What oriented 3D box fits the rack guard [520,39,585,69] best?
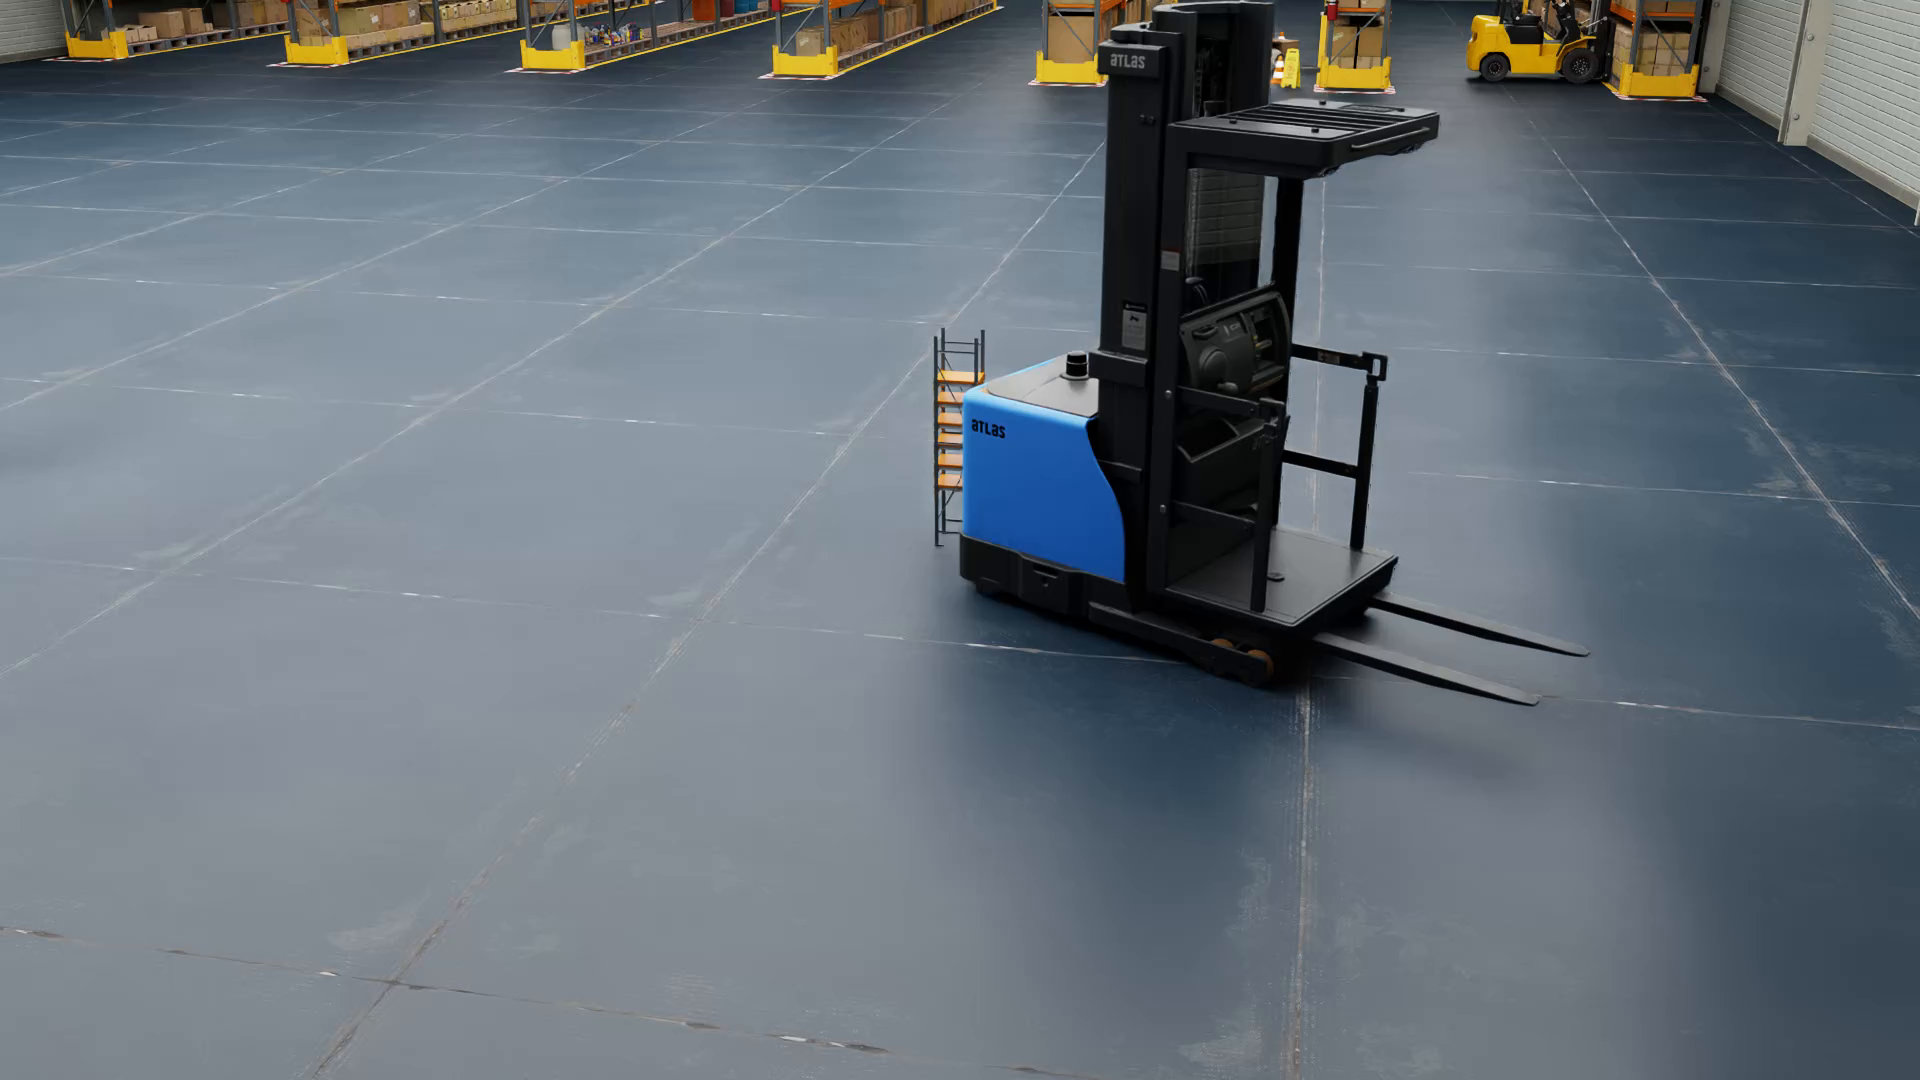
[{"bbox_3d":[-7.752,-9.252,31.658,1.175,0.500,0.348,4,22,11],"label":"rack guard"}]

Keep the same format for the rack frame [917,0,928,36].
[{"bbox_3d":[-1.240,-12.929,37.440,1.000,3.000,0.127,4,22,11],"label":"rack frame"}]

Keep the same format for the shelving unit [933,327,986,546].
[{"bbox_3d":[-0.003,-0.551,9.116,0.258,1.200,0.189,4,22,11],"label":"shelving unit"}]

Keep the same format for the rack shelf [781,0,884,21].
[{"bbox_3d":[-2.464,-10.401,32.126,1.077,0.370,4.000,4,22,11],"label":"rack shelf"}]

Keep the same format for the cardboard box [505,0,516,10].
[{"bbox_3d":[-10.803,-12.654,39.127,0.500,0.311,0.500,5,22,12],"label":"cardboard box"}]

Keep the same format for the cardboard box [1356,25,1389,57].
[{"bbox_3d":[7.269,-8.797,29.296,0.500,0.500,0.500,4,22,9],"label":"cardboard box"}]

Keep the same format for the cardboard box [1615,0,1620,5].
[{"bbox_3d":[11.844,-9.678,29.235,0.500,0.500,0.500,5,22,11],"label":"cardboard box"}]

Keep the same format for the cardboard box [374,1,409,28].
[{"bbox_3d":[-11.846,-10.938,34.612,0.500,0.500,0.500,4,22,11],"label":"cardboard box"}]

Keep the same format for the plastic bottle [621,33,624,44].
[{"bbox_3d":[-6.894,-10.199,33.819,0.097,0.201,0.097,0,22,0],"label":"plastic bottle"}]

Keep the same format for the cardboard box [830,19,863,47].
[{"bbox_3d":[-2.286,-10.148,33.319,0.500,0.500,0.500,12,25,28],"label":"cardboard box"}]

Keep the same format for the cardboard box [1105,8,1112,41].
[{"bbox_3d":[2.402,-9.705,31.718,0.875,0.875,0.875,5,22,11],"label":"cardboard box"}]

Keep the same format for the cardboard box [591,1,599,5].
[{"bbox_3d":[-9.823,-14.242,43.711,0.500,0.311,0.500,4,22,11],"label":"cardboard box"}]

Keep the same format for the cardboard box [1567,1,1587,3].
[{"bbox_3d":[13.395,-11.620,36.107,0.380,0.149,0.250,5,22,12],"label":"cardboard box"}]

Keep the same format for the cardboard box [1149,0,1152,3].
[{"bbox_3d":[4.076,-12.316,37.699,0.500,0.250,0.500,4,22,10],"label":"cardboard box"}]

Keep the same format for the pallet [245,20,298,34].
[{"bbox_3d":[-16.199,-12.037,38.960,1.003,0.211,1.213,4,22,11],"label":"pallet"}]

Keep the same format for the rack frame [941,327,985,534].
[{"bbox_3d":[0.016,-0.585,9.199,0.240,1.200,0.006,4,22,11],"label":"rack frame"}]

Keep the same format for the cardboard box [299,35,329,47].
[{"bbox_3d":[-12.749,-9.897,33.032,0.500,0.250,0.500,4,22,11],"label":"cardboard box"}]

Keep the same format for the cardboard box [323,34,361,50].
[{"bbox_3d":[-12.242,-9.858,32.934,0.500,0.250,0.500,4,22,11],"label":"cardboard box"}]

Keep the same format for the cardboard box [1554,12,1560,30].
[{"bbox_3d":[13.502,-11.568,36.845,0.500,0.500,0.500,4,22,9],"label":"cardboard box"}]

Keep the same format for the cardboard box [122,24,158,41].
[{"bbox_3d":[-17.074,-10.547,34.537,0.500,0.311,0.500,6,23,15],"label":"cardboard box"}]

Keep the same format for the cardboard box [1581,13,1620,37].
[{"bbox_3d":[12.918,-10.177,33.223,0.875,0.625,0.625,4,22,9],"label":"cardboard box"}]

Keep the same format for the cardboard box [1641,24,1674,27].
[{"bbox_3d":[12.295,-8.967,29.383,0.500,0.250,0.500,4,22,10],"label":"cardboard box"}]

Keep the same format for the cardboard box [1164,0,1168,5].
[{"bbox_3d":[5.027,-13.571,41.891,0.380,0.149,0.250,4,22,11],"label":"cardboard box"}]

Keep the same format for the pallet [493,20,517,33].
[{"bbox_3d":[-11.143,-12.094,39.099,1.003,0.211,1.213,4,22,11],"label":"pallet"}]

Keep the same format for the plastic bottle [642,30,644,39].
[{"bbox_3d":[-6.674,-10.593,34.797,0.097,0.201,0.097,0,22,0],"label":"plastic bottle"}]

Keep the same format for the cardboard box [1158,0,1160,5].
[{"bbox_3d":[4.507,-12.722,39.710,0.500,0.500,0.500,4,22,10],"label":"cardboard box"}]

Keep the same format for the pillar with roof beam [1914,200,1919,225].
[{"bbox_3d":[6.051,-7.779,16.622,9.100,9.000,0.400,4,22,11],"label":"pillar with roof beam"}]

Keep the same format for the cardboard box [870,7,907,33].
[{"bbox_3d":[-1.567,-11.315,36.190,0.700,0.500,0.500,6,23,15],"label":"cardboard box"}]

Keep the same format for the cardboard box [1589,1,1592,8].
[{"bbox_3d":[13.938,-11.683,36.263,0.380,0.149,0.250,4,22,10],"label":"cardboard box"}]

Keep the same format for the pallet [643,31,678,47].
[{"bbox_3d":[-6.783,-10.840,35.986,1.003,0.211,1.213,4,22,11],"label":"pallet"}]

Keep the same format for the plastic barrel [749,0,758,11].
[{"bbox_3d":[-5.400,-13.793,41.832,0.600,0.901,0.708,4,22,11],"label":"plastic barrel"}]

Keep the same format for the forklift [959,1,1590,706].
[{"bbox_3d":[1.461,-0.907,7.683,3.031,2.935,1.130,17,27,36],"label":"forklift"}]

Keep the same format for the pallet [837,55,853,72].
[{"bbox_3d":[-2.656,-9.032,31.496,1.003,0.211,1.213,4,22,11],"label":"pallet"}]

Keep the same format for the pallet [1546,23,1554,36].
[{"bbox_3d":[14.009,-11.665,38.035,1.003,0.211,1.213,4,22,11],"label":"pallet"}]

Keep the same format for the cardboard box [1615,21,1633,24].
[{"bbox_3d":[11.895,-9.194,29.948,0.500,0.250,0.500,5,23,13],"label":"cardboard box"}]

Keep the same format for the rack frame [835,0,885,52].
[{"bbox_3d":[-2.056,-11.466,33.808,1.000,3.000,0.127,4,22,11],"label":"rack frame"}]

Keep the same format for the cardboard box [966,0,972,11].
[{"bbox_3d":[-0.211,-13.836,41.975,0.875,0.875,0.875,4,22,11],"label":"cardboard box"}]

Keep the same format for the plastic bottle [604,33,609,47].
[{"bbox_3d":[-7.046,-9.958,33.128,0.097,0.271,0.097,0,22,0],"label":"plastic bottle"}]

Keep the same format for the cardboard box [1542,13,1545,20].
[{"bbox_3d":[13.964,-12.358,39.276,0.380,0.149,0.250,4,22,9],"label":"cardboard box"}]

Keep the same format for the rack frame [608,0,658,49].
[{"bbox_3d":[-6.905,-11.843,34.745,1.000,3.000,0.127,4,22,11],"label":"rack frame"}]

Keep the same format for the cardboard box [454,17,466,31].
[{"bbox_3d":[-11.323,-11.457,36.905,0.500,0.250,0.500,5,22,12],"label":"cardboard box"}]

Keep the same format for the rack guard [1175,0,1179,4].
[{"bbox_3d":[5.212,-14.252,44.072,1.175,0.500,0.348,4,22,11],"label":"rack guard"}]

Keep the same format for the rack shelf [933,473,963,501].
[{"bbox_3d":[-0.003,-0.287,9.223,0.258,0.103,0.180,4,22,11],"label":"rack shelf"}]

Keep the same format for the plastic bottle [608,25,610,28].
[{"bbox_3d":[-7.334,-10.576,34.646,0.061,0.283,0.133,4,22,11],"label":"plastic bottle"}]

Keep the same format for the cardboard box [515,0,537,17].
[{"bbox_3d":[-10.564,-12.874,40.062,0.500,0.500,0.500,5,23,13],"label":"cardboard box"}]

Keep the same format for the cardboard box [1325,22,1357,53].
[{"bbox_3d":[6.841,-9.019,29.846,0.500,0.500,0.500,5,23,13],"label":"cardboard box"}]

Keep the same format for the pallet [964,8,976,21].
[{"bbox_3d":[-0.192,-13.370,42.269,1.003,0.211,1.213,4,22,11],"label":"pallet"}]

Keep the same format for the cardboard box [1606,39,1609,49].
[{"bbox_3d":[11.786,-8.779,29.586,0.500,0.250,0.500,4,22,11],"label":"cardboard box"}]

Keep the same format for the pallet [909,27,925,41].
[{"bbox_3d":[-1.401,-11.349,37.251,1.003,0.211,1.213,4,22,11],"label":"pallet"}]

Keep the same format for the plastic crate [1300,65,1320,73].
[{"bbox_3d":[6.522,-8.844,31.207,0.402,0.080,0.583,-3,22,-8],"label":"plastic crate"}]
